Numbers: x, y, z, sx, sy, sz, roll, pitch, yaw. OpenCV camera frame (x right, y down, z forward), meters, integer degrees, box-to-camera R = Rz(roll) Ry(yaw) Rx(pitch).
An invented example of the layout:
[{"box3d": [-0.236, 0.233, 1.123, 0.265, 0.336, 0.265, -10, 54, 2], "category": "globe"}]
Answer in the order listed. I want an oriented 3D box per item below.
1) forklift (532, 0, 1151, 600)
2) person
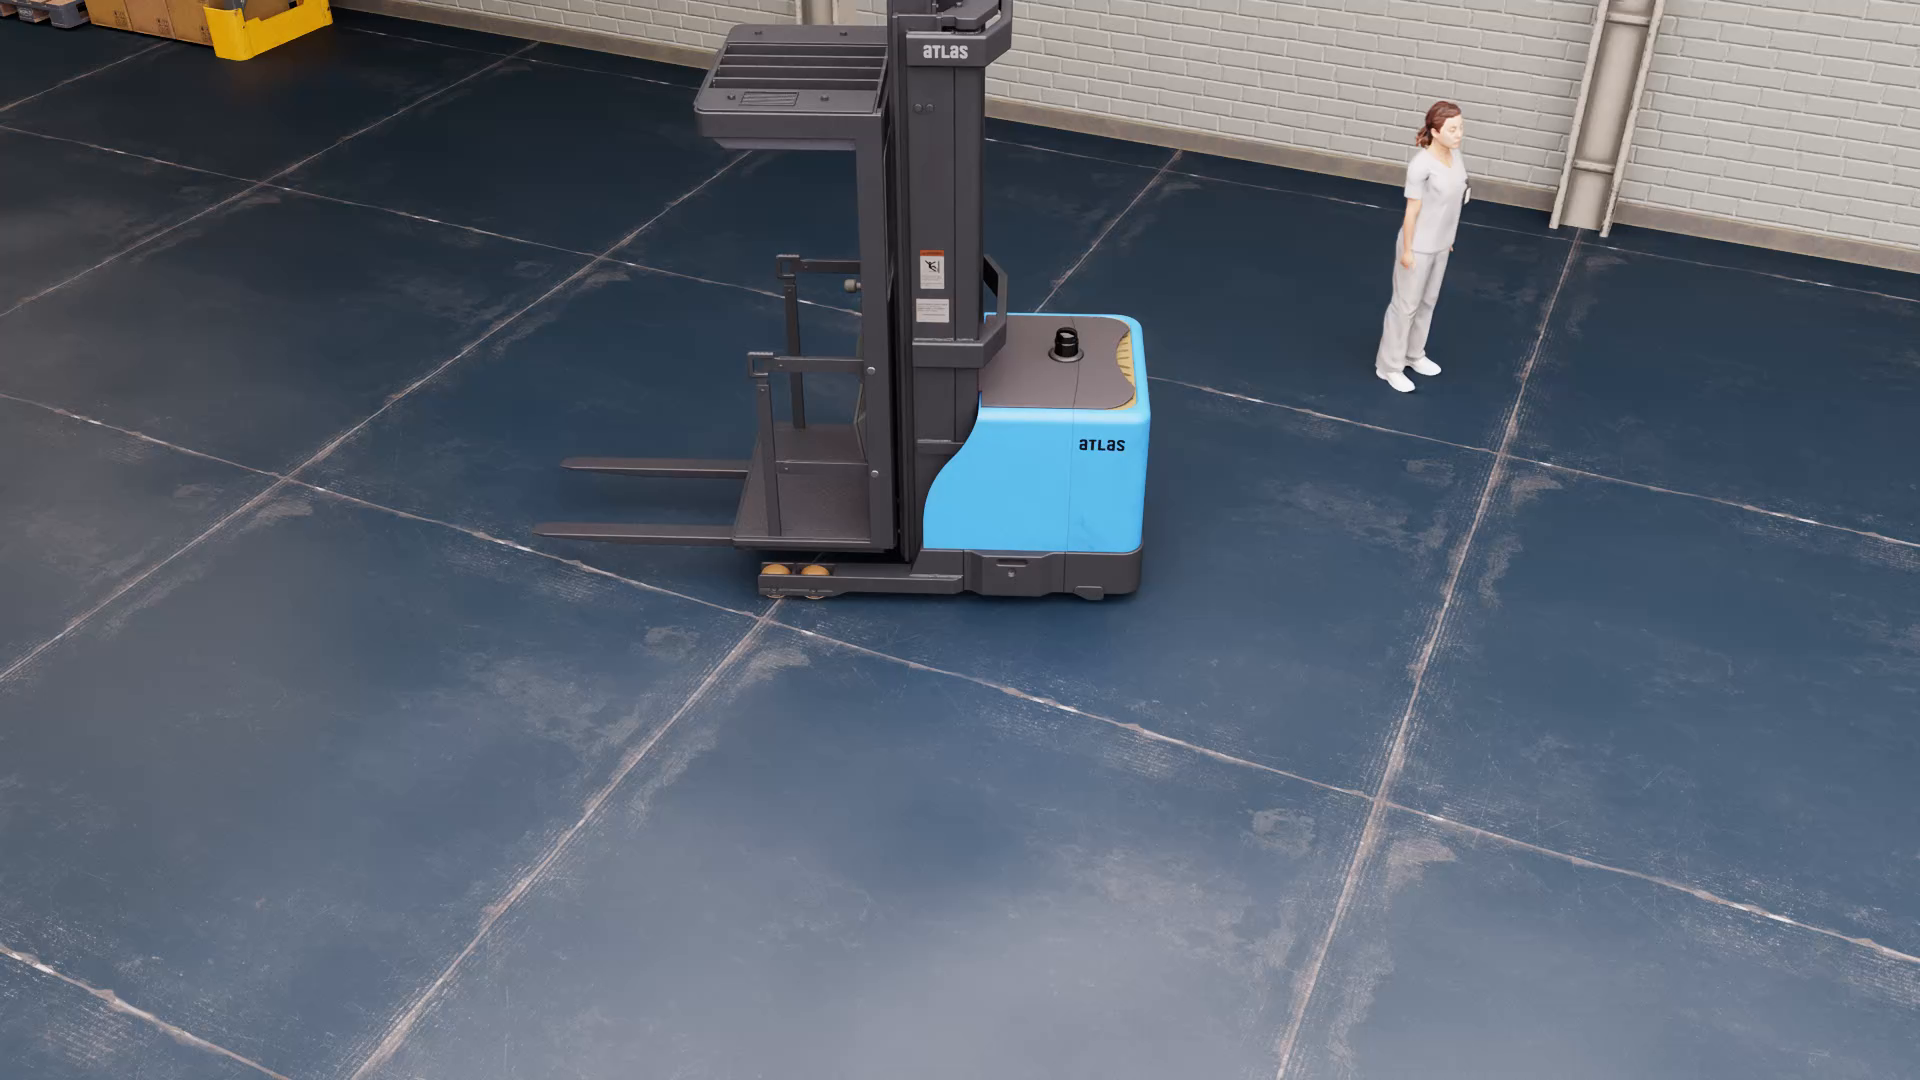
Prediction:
[{"box3d": [-0.608, -1.208, 7.780, 3.031, 2.935, 1.130, 1, 36, 2], "category": "forklift"}, {"box3d": [2.683, -1.681, 9.547, 0.434, 1.651, 0.363, -28, 44, -34], "category": "person"}]
